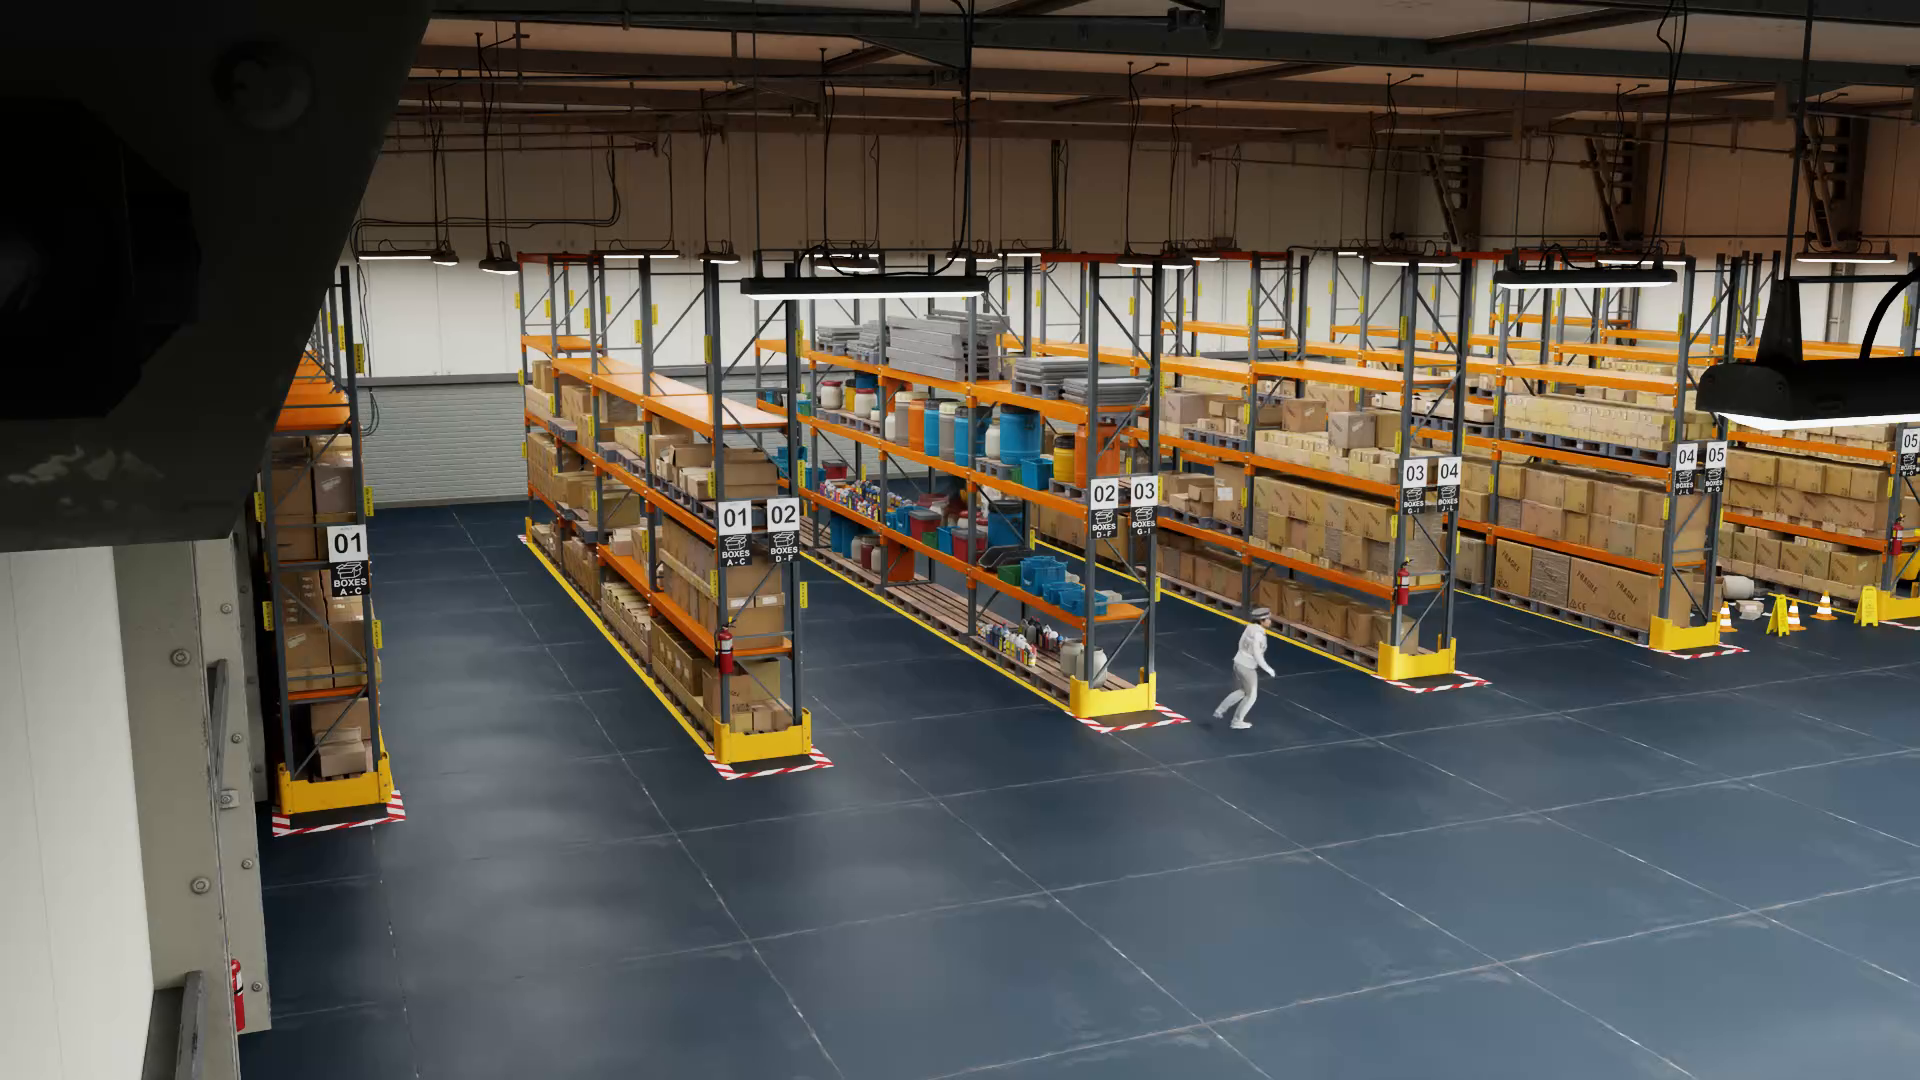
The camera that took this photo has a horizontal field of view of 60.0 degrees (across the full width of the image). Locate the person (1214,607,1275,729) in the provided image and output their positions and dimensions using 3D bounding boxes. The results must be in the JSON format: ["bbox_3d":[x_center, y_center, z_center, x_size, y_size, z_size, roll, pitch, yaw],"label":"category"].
[{"bbox_3d":[3.683,1.656,21.542,0.723,1.604,0.586,-1,10,-6],"label":"person"}]

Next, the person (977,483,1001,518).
[{"bbox_3d":[0.678,-0.793,34.337,0.610,1.666,0.551,-2,11,-13],"label":"person"}]
